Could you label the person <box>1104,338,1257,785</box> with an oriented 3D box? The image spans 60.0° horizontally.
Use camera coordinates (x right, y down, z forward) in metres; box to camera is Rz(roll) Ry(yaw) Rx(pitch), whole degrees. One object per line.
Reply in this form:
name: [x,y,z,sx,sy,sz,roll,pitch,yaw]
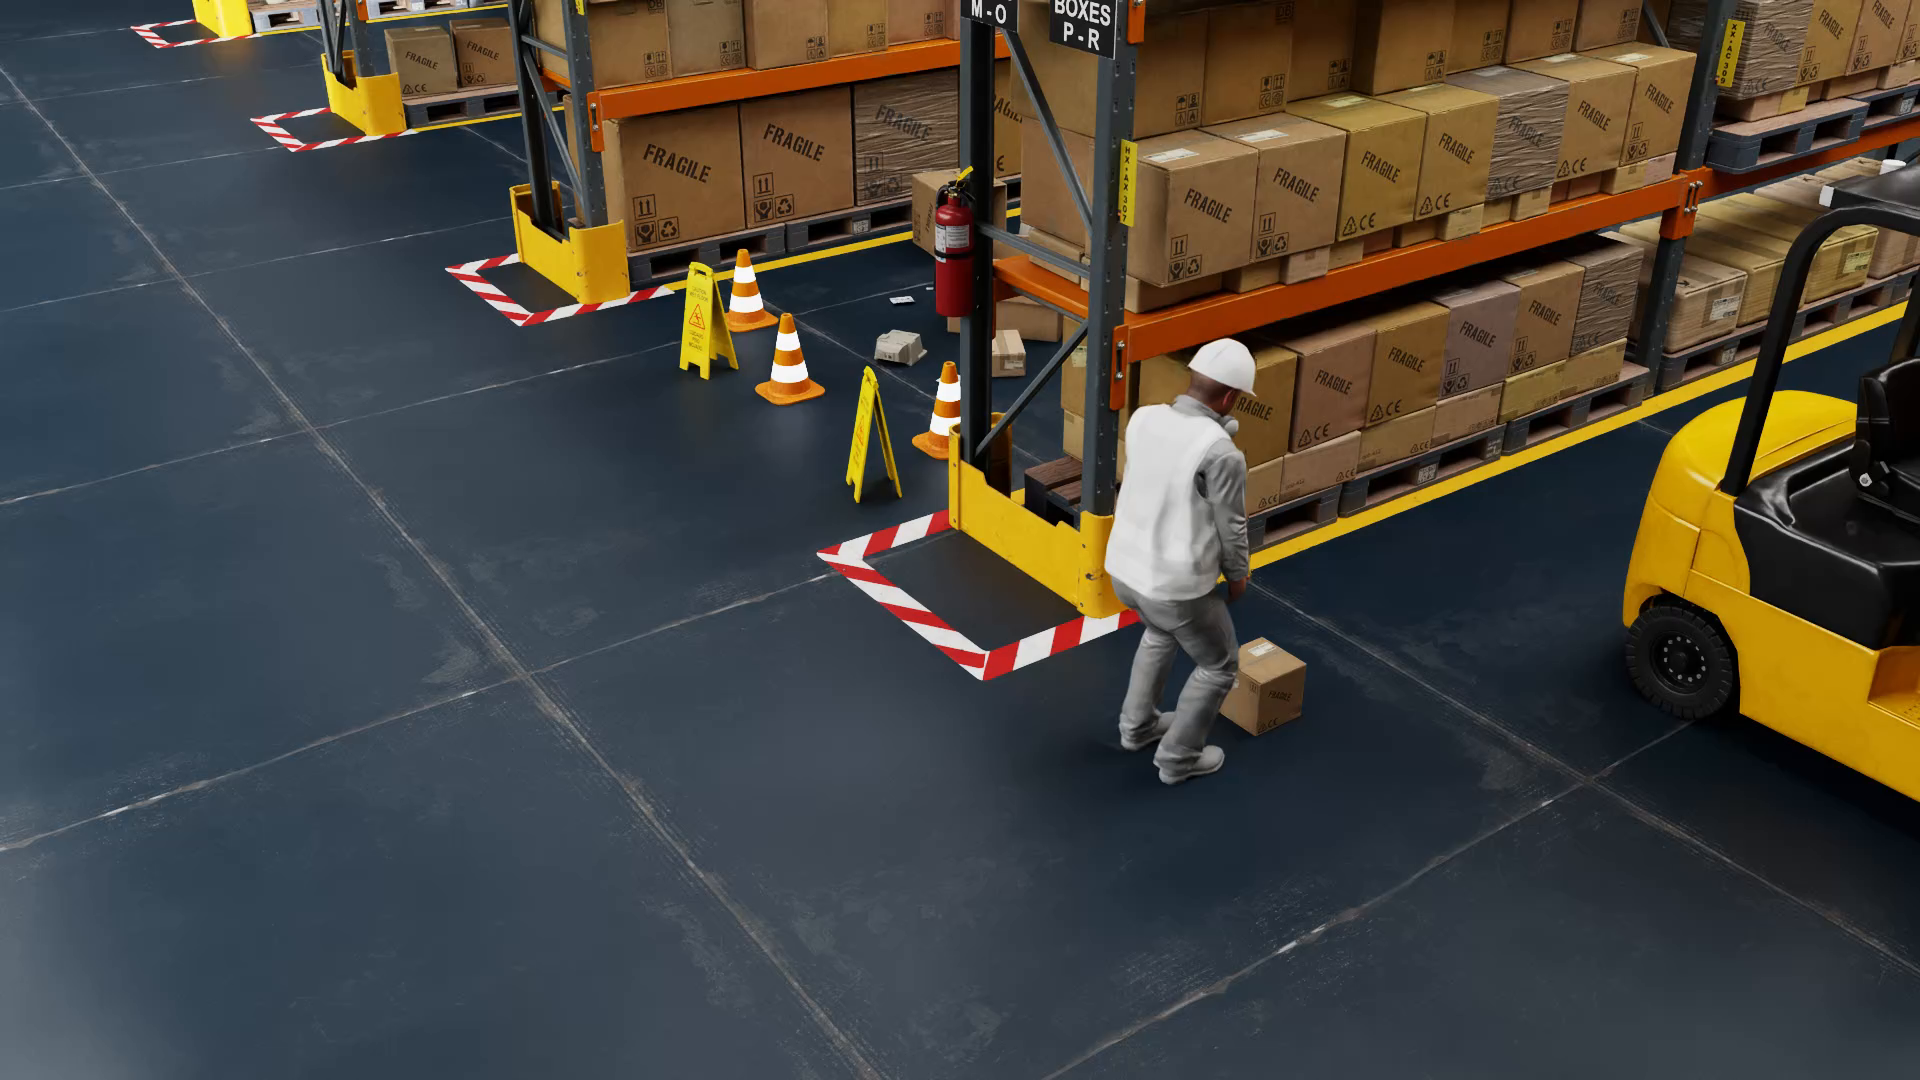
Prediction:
person: [0.801,0.080,6.072,0.559,1.665,0.574,-18,33,-30]
